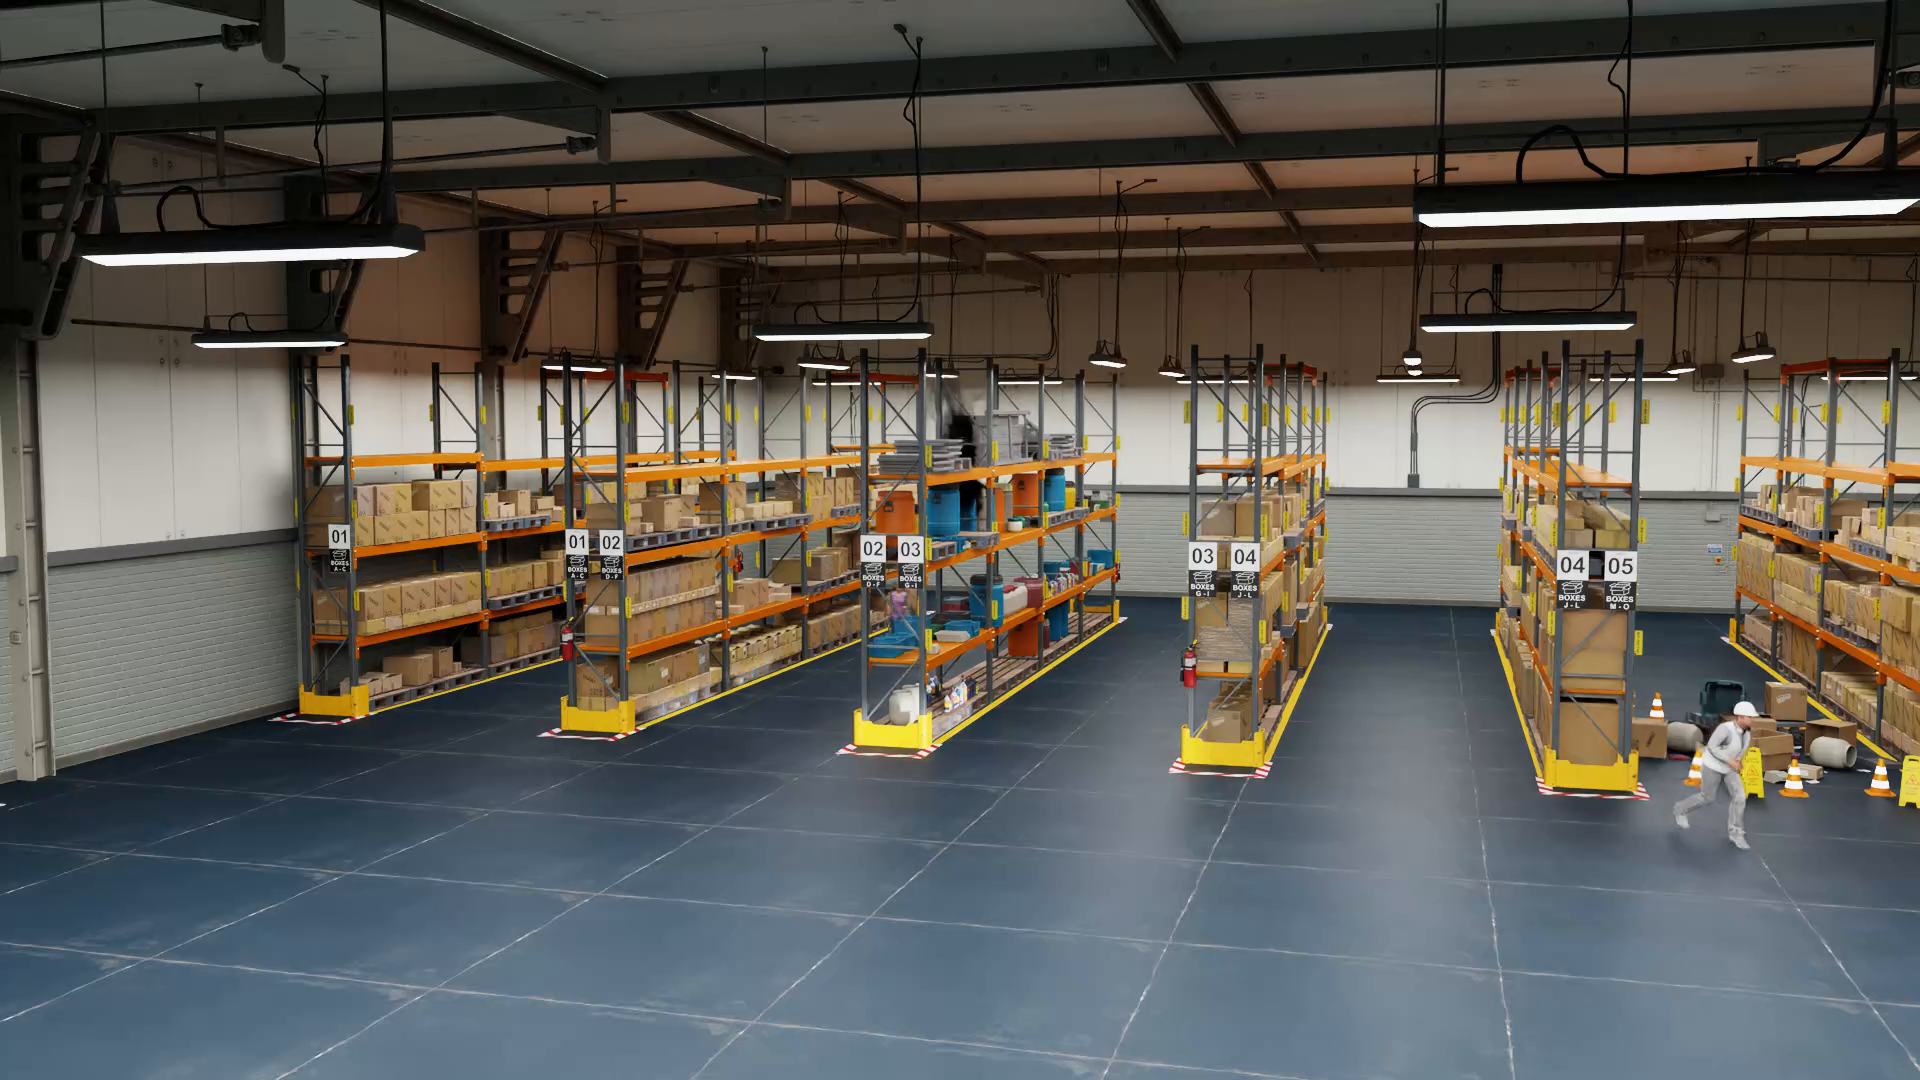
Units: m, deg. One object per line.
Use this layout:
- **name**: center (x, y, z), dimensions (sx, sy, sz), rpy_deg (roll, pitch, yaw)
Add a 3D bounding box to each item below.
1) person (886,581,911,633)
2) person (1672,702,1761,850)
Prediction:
- **person**: center (-1.252, 1.563, 33.658), dimensions (0.506, 1.500, 0.654), rpy_deg (0, 4, -1)
- **person**: center (8.895, 2.709, 19.568), dimensions (0.697, 1.732, 1.045), rpy_deg (-3, 5, -34)
